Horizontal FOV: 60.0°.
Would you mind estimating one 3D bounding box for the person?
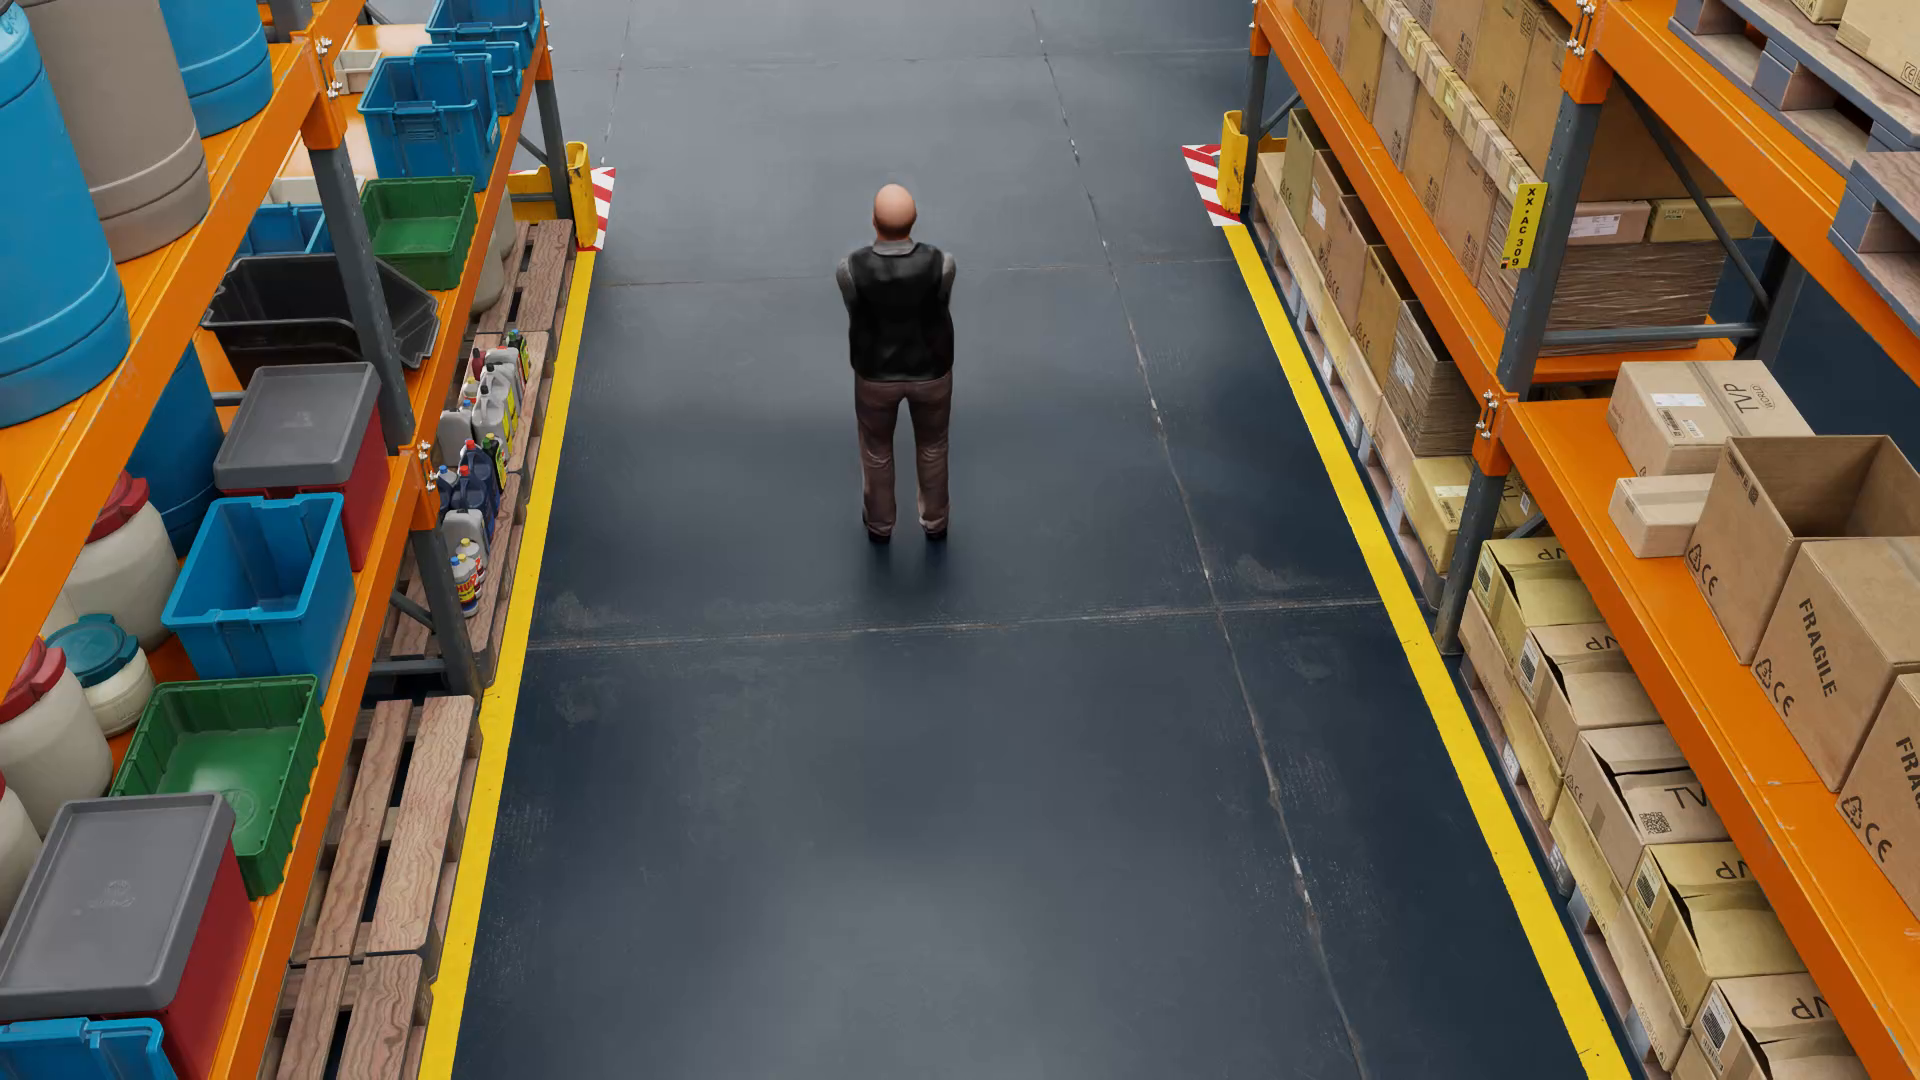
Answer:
[{"bbox_3d":[-0.268,-0.778,7.143,0.495,1.720,0.558,-3,39,-4],"label":"person"}]
